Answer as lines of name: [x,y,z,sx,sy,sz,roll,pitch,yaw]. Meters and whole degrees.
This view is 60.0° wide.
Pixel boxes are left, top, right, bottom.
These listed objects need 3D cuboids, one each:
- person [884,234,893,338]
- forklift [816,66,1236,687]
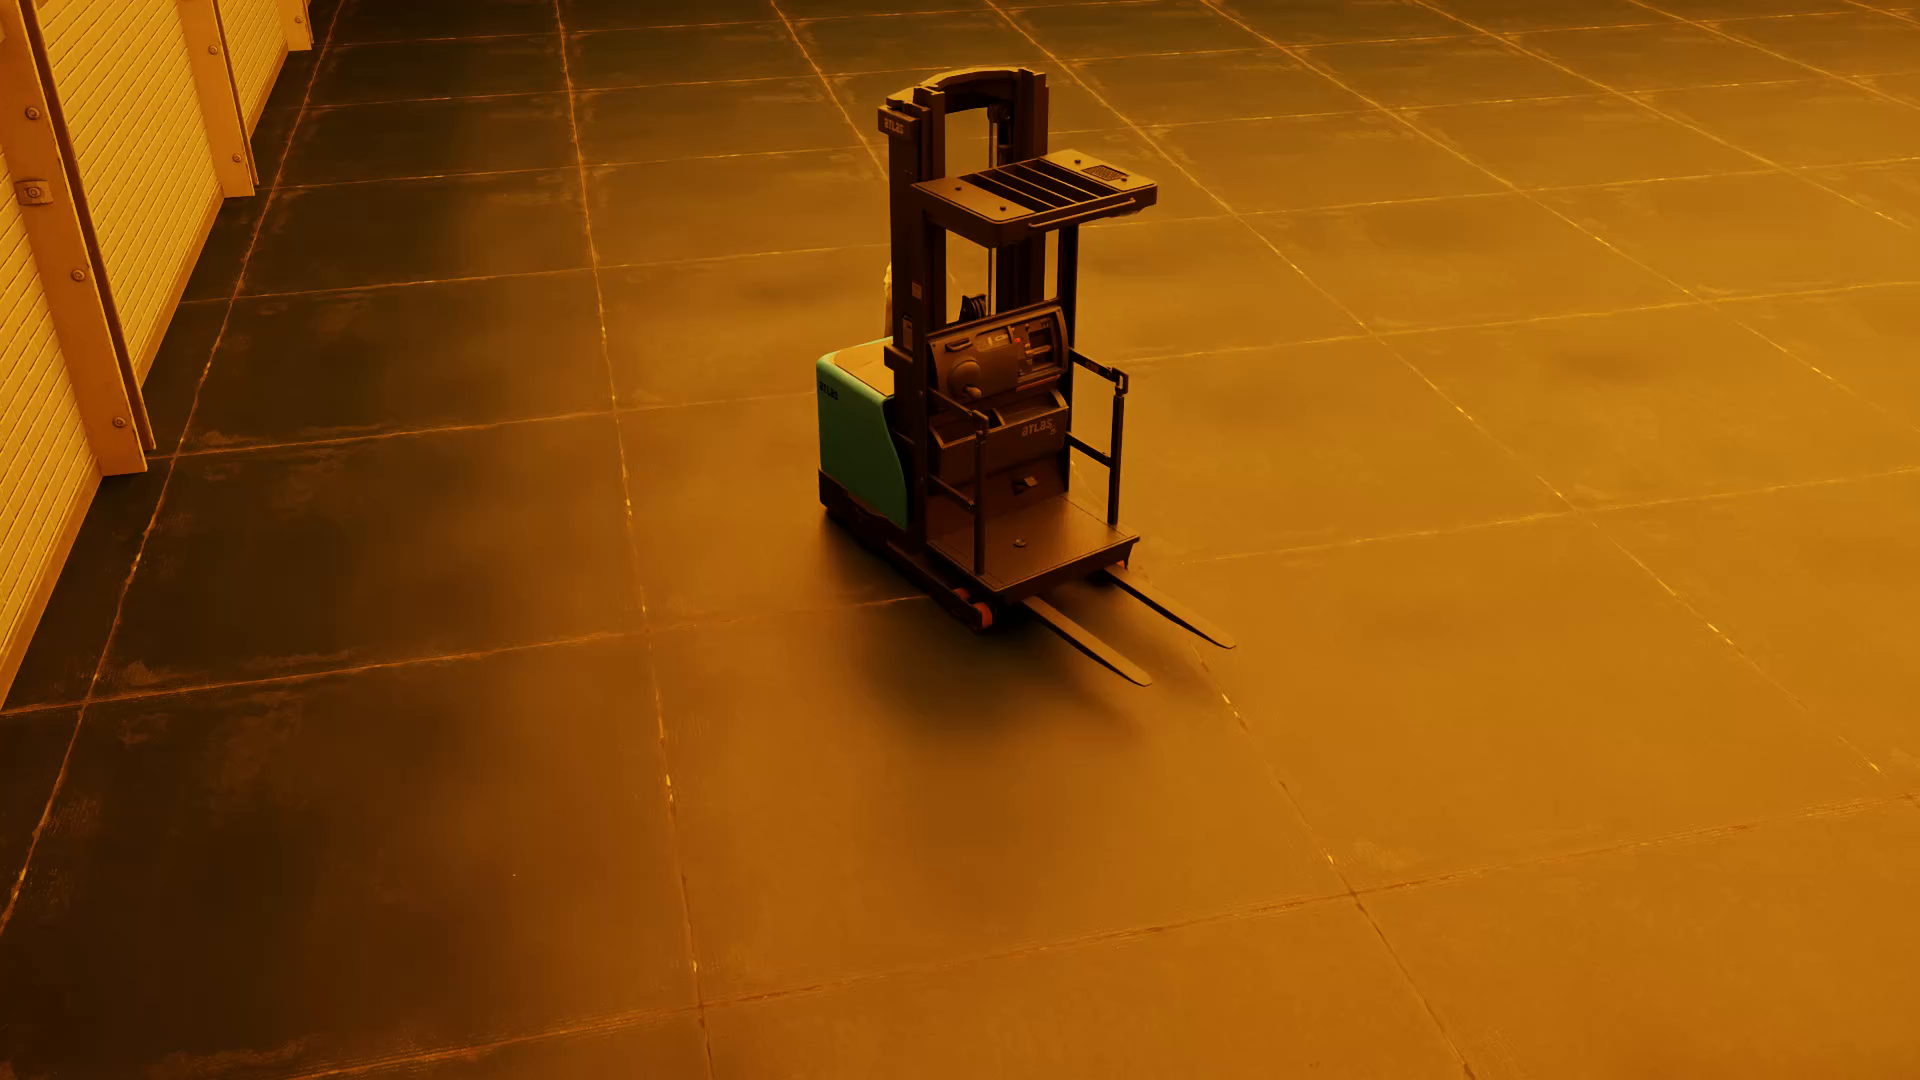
person: [-0.425,-1.769,11.849,0.530,1.693,0.588,-13,32,-21]
forklift: [0.355,-1.021,9.338,1.130,2.935,3.031,-20,35,-30]
